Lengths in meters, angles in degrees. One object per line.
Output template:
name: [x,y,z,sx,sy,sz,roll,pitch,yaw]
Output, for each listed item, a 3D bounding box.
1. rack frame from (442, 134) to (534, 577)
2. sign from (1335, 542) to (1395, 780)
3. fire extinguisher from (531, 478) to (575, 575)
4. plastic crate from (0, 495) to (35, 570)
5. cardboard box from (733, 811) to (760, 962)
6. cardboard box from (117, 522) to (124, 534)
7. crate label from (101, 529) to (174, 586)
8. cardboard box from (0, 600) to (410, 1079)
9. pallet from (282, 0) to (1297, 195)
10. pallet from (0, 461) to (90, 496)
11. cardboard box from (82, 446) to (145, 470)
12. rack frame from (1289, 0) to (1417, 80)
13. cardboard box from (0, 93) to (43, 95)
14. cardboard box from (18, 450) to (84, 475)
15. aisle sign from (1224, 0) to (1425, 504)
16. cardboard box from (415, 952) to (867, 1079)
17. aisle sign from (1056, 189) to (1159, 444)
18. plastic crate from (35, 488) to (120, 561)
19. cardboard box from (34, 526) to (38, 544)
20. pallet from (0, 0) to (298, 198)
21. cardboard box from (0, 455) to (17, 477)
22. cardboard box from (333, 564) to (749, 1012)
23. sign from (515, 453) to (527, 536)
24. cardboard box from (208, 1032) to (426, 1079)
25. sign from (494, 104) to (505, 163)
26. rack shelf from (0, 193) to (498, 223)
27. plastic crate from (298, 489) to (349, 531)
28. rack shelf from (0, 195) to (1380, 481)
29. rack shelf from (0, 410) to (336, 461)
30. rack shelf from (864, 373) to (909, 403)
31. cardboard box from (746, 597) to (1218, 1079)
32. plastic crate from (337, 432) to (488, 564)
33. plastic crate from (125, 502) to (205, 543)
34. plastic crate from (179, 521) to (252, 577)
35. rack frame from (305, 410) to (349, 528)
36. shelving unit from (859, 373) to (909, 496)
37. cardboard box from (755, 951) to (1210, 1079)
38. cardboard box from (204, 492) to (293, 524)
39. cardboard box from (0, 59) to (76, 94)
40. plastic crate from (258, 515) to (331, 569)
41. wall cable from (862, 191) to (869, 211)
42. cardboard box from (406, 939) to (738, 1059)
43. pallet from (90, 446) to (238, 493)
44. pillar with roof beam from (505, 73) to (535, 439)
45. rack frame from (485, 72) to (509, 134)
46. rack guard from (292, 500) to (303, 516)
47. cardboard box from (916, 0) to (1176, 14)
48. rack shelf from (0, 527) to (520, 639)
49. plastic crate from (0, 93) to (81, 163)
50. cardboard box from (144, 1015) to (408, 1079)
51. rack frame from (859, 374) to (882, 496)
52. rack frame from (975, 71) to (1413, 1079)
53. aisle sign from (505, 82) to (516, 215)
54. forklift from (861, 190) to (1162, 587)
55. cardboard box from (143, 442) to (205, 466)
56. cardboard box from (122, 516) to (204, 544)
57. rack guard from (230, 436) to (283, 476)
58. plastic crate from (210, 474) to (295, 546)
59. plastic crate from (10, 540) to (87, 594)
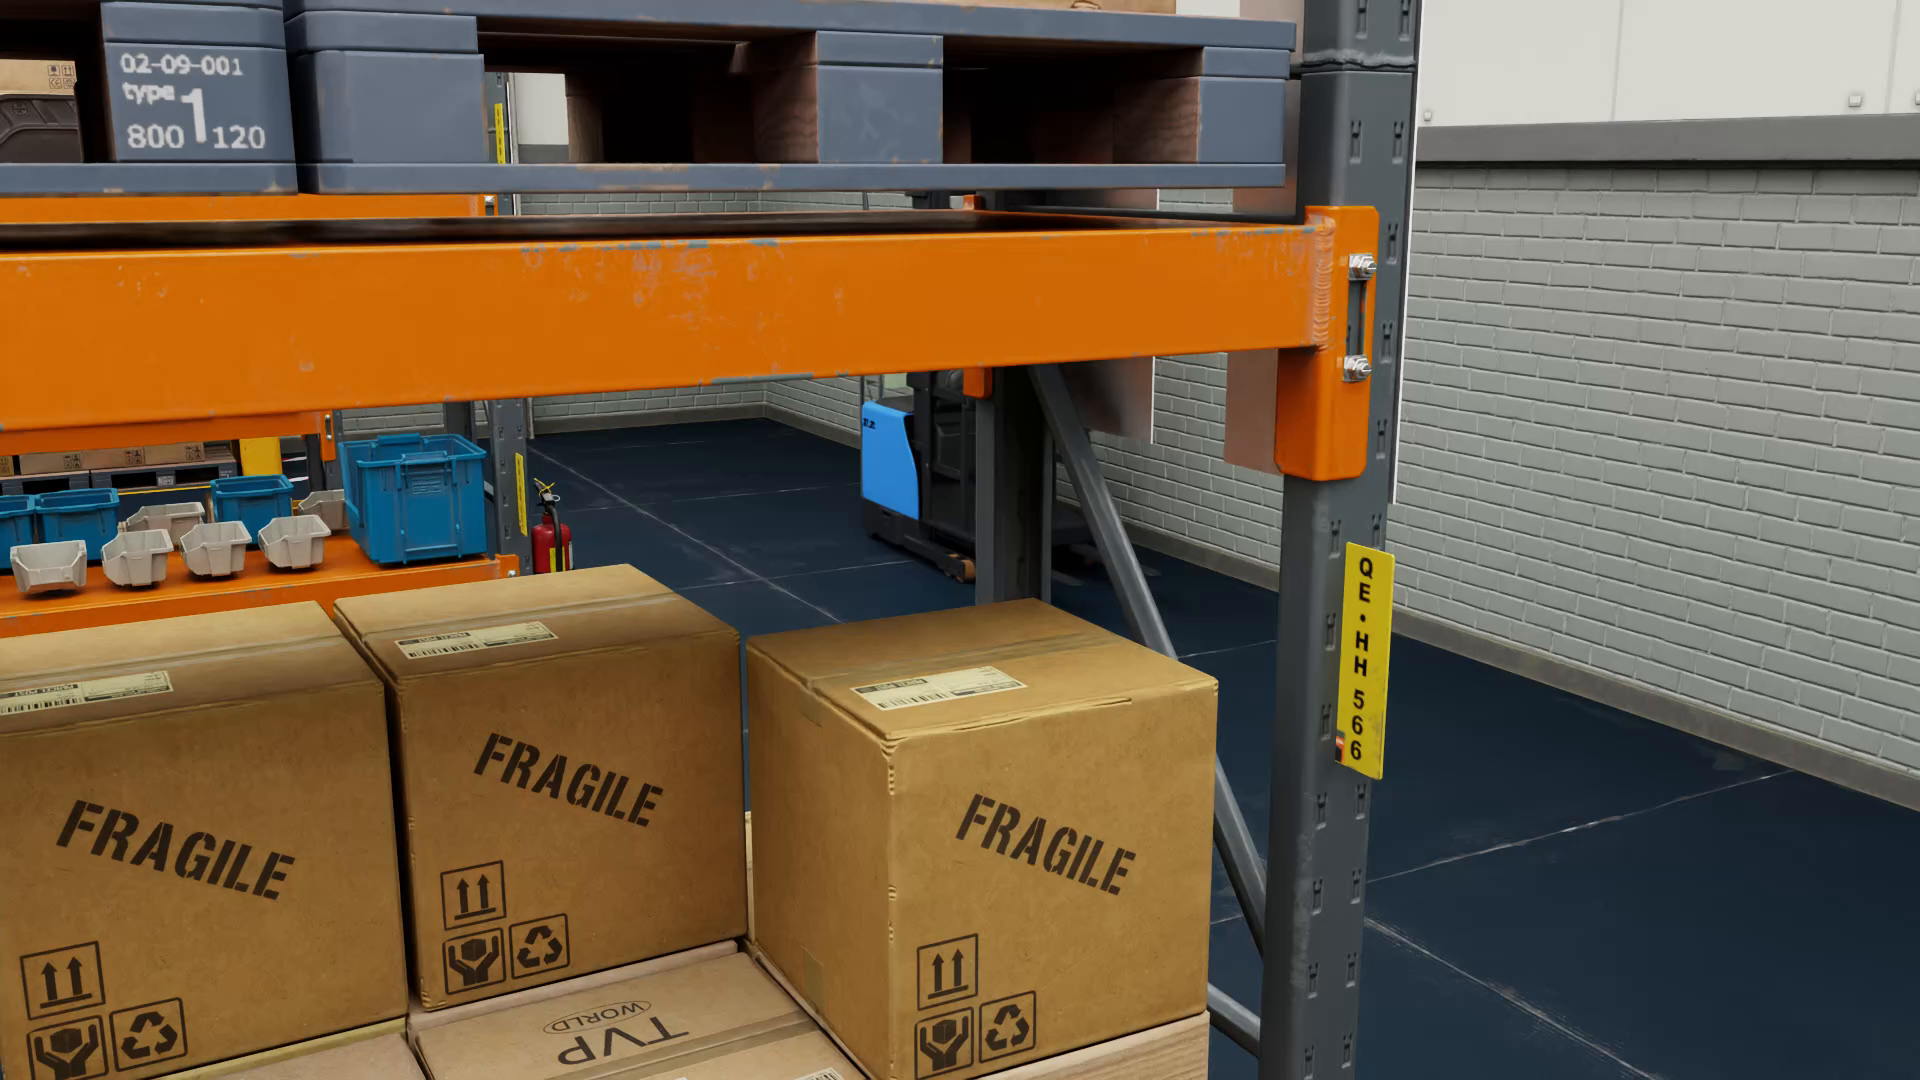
rack frame: [-2.054,-0.210,7.210,0.127,3.000,1.000,-7,14,-28]
sign: [0.567,0.170,2.344,0.005,0.325,0.100,-7,14,-28]
fire extinguisher: [-1.703,0.081,6.941,0.183,0.674,0.296,-7,14,-28]
plastic crate: [-3.847,-0.025,6.632,0.300,0.233,0.416,-7,14,-28]
cardboard box: [-0.231,0.671,2.959,0.500,0.250,0.500,-7,15,-29]
cardboard box: [-5.915,0.070,11.228,0.500,0.250,0.500,-7,14,-28]
crate label: [-3.177,0.072,6.422,0.243,0.136,0.396,-7,14,-28]
cardboard box: [-1.122,0.414,2.396,0.500,0.500,0.500,-7,15,-29]
pallet: [-0.327,-0.595,2.293,1.213,0.211,1.003,-7,14,-28]
pallet: [-8.534,-0.532,14.993,1.213,0.211,1.003,-7,14,-28]
cardboard box: [-7.806,-0.959,15.275,0.500,0.500,0.700,-7,14,-28]
rack frame: [0.320,-2.182,2.310,0.127,3.000,1.000,-7,14,-28]
cardboard box: [-5.632,-2.591,10.163,0.500,0.250,0.500,-7,14,-28]
cardboard box: [-8.247,-0.906,15.039,0.500,0.500,0.700,-7,15,-30]
aisle sign: [0.527,-0.473,2.460,0.004,0.787,0.394,-7,14,-28]
cardboard box: [-0.424,0.828,2.262,0.500,0.250,0.500,-7,15,-29]
aisle sign: [0.239,-0.589,2.974,0.004,0.787,0.394,-7,14,-28]
plastic crate: [-3.584,-0.056,6.773,0.300,0.233,0.416,-7,14,-28]
cardboard box: [-6.288,0.061,10.692,0.637,0.503,0.797,-7,14,-28]
pallet: [-1.399,-0.466,1.719,1.213,0.211,1.003,-7,14,-28]
cardboard box: [-8.712,-0.848,14.784,0.500,0.500,0.700,-6,14,-27]
cardboard box: [-0.670,0.358,2.643,0.500,0.500,0.500,-7,15,-29]
sign: [-1.776,-0.185,6.729,0.005,0.325,0.100,-7,14,-28]
cardboard box: [-0.871,0.882,2.024,0.500,0.250,0.500,-7,15,-30]
sign: [-1.776,-1.518,6.429,0.005,0.325,0.100,-7,14,-28]
rack shelf: [-3.809,-1.112,6.025,4.000,0.370,1.077,-7,14,-28]
plastic crate: [-2.749,-0.130,7.320,0.298,0.136,0.250,-7,14,-28]
rack shelf: [-1.436,-0.157,1.783,4.000,0.370,1.077,-7,14,-28]
rack shelf: [-6.179,-0.604,10.597,4.000,0.370,1.077,-7,14,-28]
rack shelf: [-0.395,-1.276,13.583,0.720,0.370,0.431,-7,14,-27]
cardboard box: [0.018,0.409,2.417,0.500,0.500,0.500,-7,14,-27]
plastic crate: [-2.258,-0.185,6.883,0.499,0.435,0.616,-7,14,-28]
plastic crate: [-3.345,-0.059,7.003,0.298,0.136,0.250,-7,14,-28]
plastic crate: [-2.944,0.038,6.573,0.243,0.136,0.396,-7,14,-28]
rack frame: [-4.424,-1.165,11.453,0.127,3.000,1.000,-7,14,-28]
shelving unit: [-0.395,-0.895,13.669,0.755,1.500,0.431,-7,14,-27]
cardboard box: [0.021,0.775,2.499,0.500,0.250,0.500,-7,15,-29]
cardboard box: [-4.783,-0.055,11.214,0.500,0.500,0.500,-7,14,-28]
cardboard box: [-5.734,-2.998,10.262,0.500,0.500,0.700,-7,14,-28]
plastic crate: [-2.683,0.010,6.696,0.243,0.136,0.396,-7,14,-28]
wall cable: [-1.665,-4.057,17.714,0.112,2.526,3.097,-7,14,-28]
cardboard box: [-0.684,0.727,2.711,0.500,0.250,0.500,-7,14,-29]
pallet: [-7.465,-0.659,15.559,1.213,0.211,1.003,-7,14,-28]
pillar with roof beam: [-2.782,-4.667,13.351,0.400,9.000,9.100,-7,14,-28]
rack frame: [-2.054,-3.137,6.551,0.127,3.000,1.000,-7,14,-28]
rack guard: [-4.490,0.063,11.692,0.348,0.500,1.175,-7,14,-28]
cardboard box: [-0.111,-0.956,2.282,0.500,0.500,0.700,-8,15,-31]
rack shelf: [-3.809,0.351,6.354,4.000,0.370,1.077,-7,14,-28]
plastic crate: [-3.526,-1.535,6.409,0.767,0.338,0.504,-7,14,-28]
cardboard box: [-1.127,0.779,2.479,0.500,0.250,0.500,-7,15,-30]
rack frame: [-0.719,-0.858,13.502,0.023,1.500,0.400,-7,14,-27]
rack frame: [0.320,0.745,2.969,0.127,3.000,1.000,-7,14,-28]
aisle sign: [-1.850,-1.429,6.707,0.004,0.787,0.394,-7,14,-28]
forklift: [0.345,-1.241,11.950,1.130,2.935,3.031,-7,14,-27]
cardboard box: [-7.367,-1.012,15.509,0.500,0.500,0.700,-7,14,-28]
cardboard box: [-5.476,0.017,11.462,0.500,0.250,0.500,-7,14,-28]
rack guard: [-6.779,-0.902,15.979,0.348,0.500,1.175,-7,14,-28]
plastic crate: [-3.006,-0.126,7.080,0.300,0.233,0.416,-7,14,-28]
plastic crate: [-3.428,0.107,6.268,0.250,0.136,0.298,-7,14,-28]
